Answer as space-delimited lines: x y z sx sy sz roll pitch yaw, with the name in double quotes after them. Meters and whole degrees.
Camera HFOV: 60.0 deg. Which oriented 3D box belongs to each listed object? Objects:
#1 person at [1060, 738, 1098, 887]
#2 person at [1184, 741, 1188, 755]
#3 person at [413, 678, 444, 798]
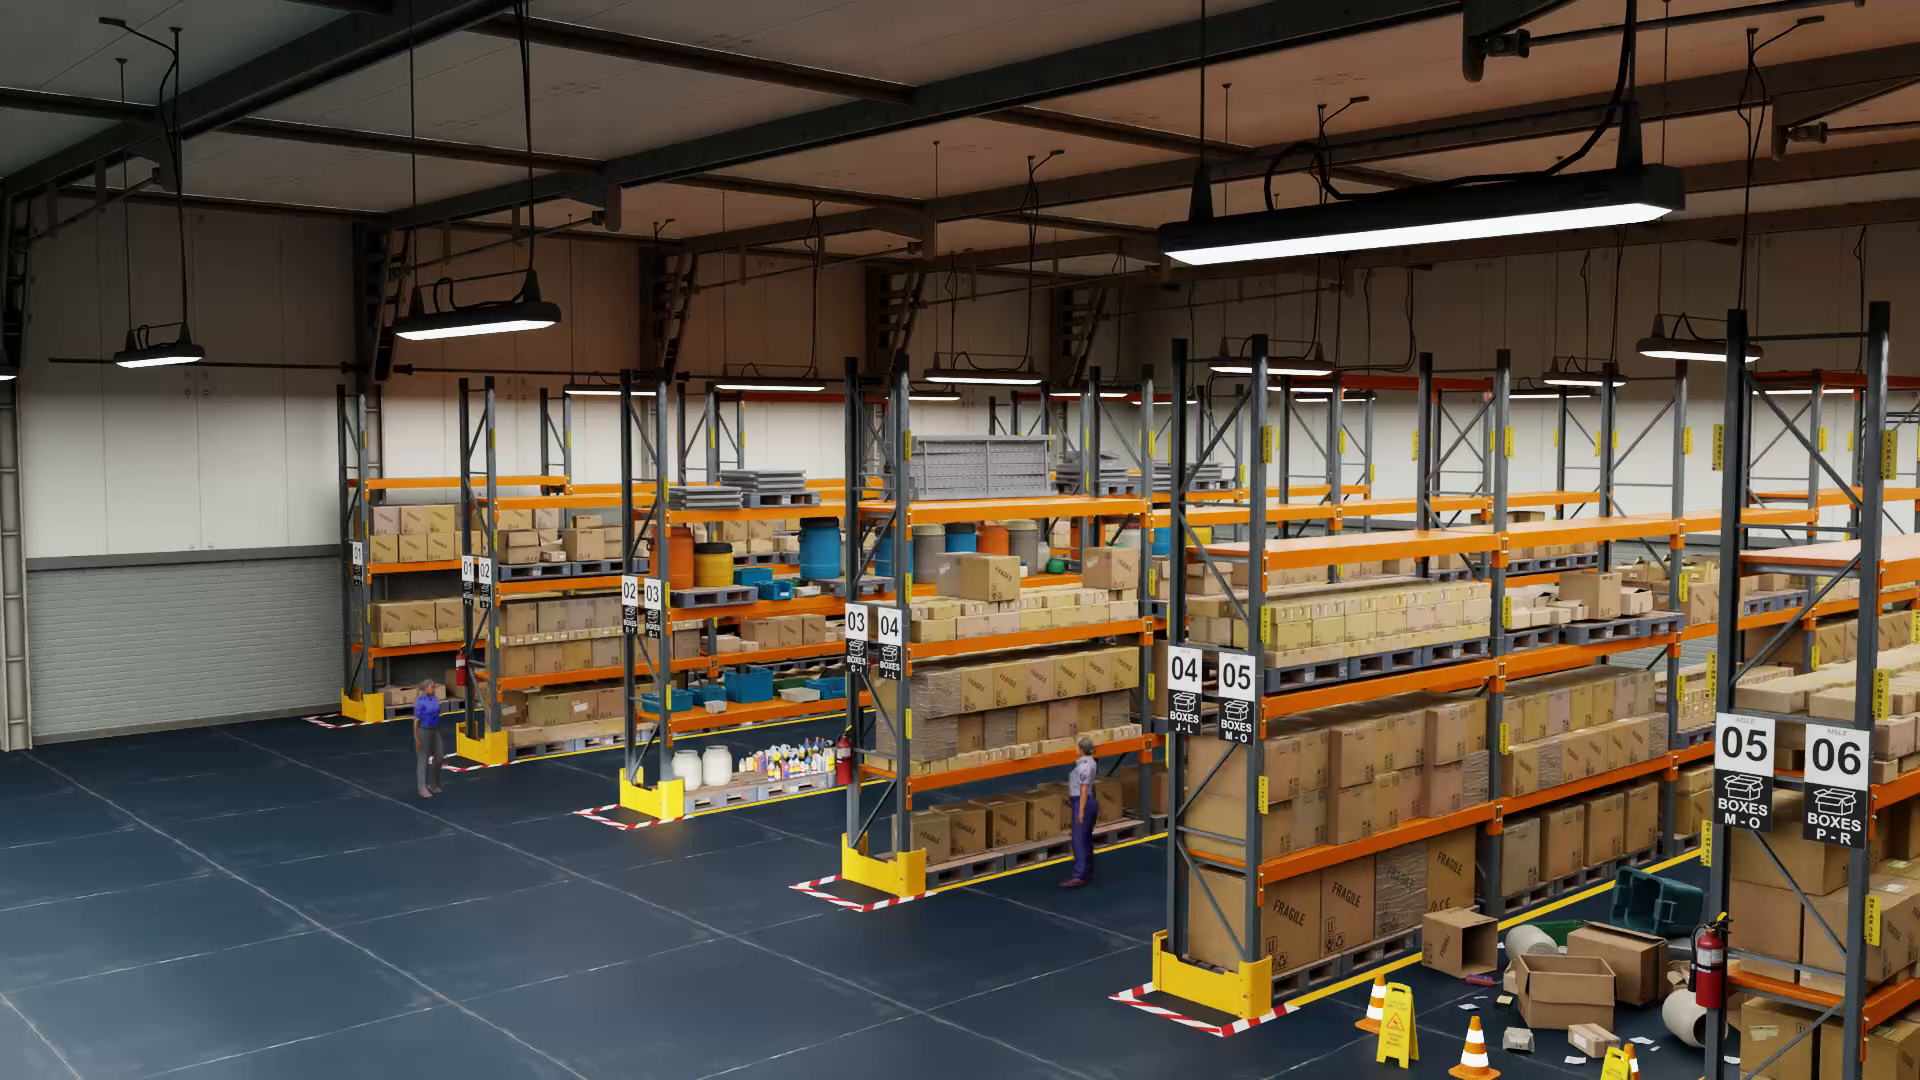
1.358 3.094 19.022 0.393 1.656 0.575 0 4 6 "person"
3.373 2.651 24.843 0.430 1.777 0.628 2 4 27 "person"
-7.554 2.867 23.637 0.345 1.673 0.545 2 4 23 "person"
